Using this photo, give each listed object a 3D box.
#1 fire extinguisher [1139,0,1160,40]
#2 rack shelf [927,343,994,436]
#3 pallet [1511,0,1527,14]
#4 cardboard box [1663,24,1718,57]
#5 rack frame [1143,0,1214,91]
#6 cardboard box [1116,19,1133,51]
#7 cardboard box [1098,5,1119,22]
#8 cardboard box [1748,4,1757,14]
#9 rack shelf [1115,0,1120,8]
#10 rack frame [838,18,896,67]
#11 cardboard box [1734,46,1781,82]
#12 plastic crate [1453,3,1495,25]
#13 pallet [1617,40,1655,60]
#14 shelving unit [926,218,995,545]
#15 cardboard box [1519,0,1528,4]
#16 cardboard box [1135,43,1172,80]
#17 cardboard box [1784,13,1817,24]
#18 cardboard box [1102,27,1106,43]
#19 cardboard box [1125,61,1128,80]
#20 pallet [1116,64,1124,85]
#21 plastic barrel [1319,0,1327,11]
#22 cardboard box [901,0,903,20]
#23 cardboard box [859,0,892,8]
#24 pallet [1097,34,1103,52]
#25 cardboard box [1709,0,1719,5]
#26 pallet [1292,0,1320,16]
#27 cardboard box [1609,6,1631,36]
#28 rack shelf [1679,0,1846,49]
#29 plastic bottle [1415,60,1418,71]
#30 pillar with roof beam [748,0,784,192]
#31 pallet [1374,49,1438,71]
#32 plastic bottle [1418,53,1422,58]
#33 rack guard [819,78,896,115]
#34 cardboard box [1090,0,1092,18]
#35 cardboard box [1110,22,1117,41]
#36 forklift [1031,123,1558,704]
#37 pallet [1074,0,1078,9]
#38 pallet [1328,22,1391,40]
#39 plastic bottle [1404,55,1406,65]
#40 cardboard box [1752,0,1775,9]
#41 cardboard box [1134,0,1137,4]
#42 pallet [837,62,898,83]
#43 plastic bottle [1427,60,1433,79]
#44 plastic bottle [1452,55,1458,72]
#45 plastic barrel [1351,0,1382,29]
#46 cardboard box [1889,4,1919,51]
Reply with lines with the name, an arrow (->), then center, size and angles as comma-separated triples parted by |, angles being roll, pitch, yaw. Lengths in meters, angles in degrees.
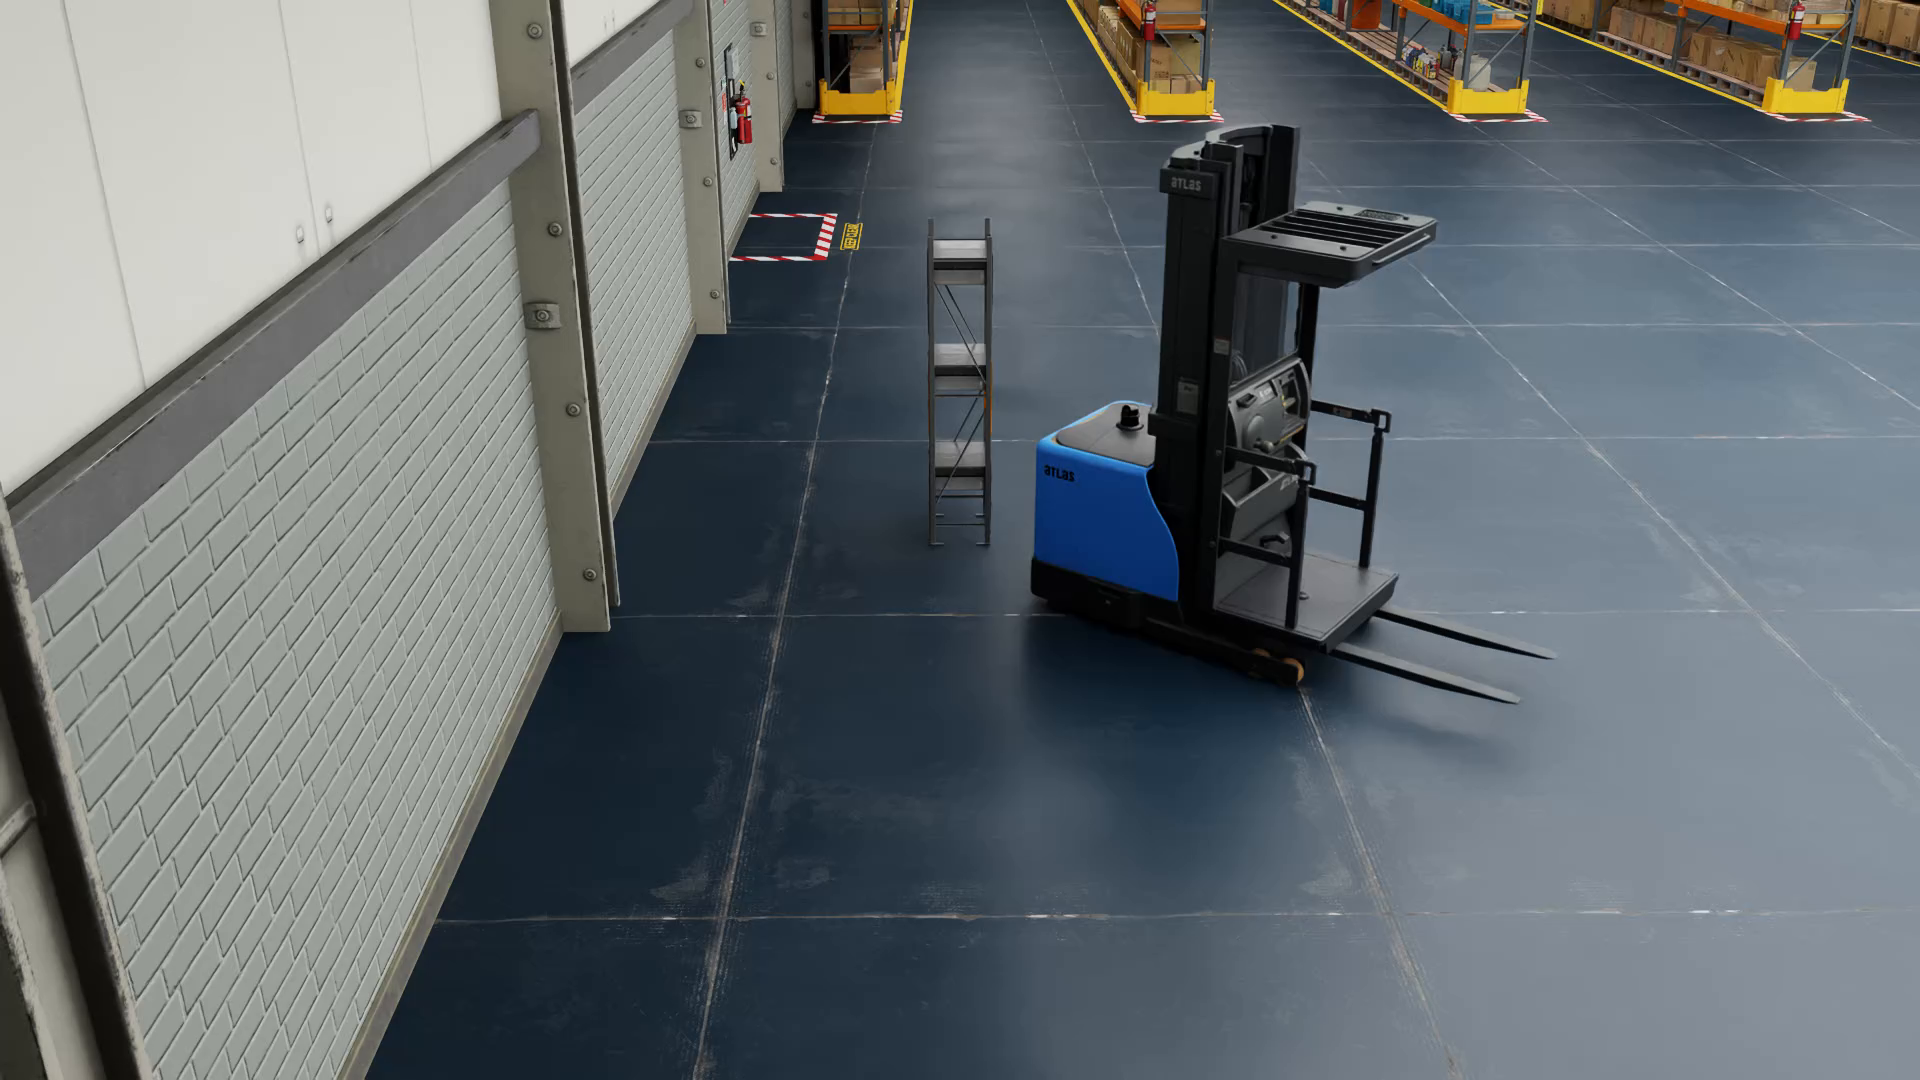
fire extinguisher -> 2.892, -7.966, 25.317 | 0.296, 0.674, 0.183 | 0, 24, -1
rack shelf -> -0.002, -1.012, 10.974 | 0.431, 0.518, 0.480 | 0, 24, -1
pallet -> 13.200, -12.083, 37.709 | 1.003, 0.211, 1.213 | 0, 24, -1
cardboard box -> 13.232, -9.058, 30.136 | 0.700, 0.500, 0.500 | -2, 24, -5
rack frame -> 3.355, -8.052, 25.413 | 1.000, 3.000, 0.127 | 0, 24, -1
cardboard box -> 3.003, -8.788, 28.957 | 0.500, 0.500, 0.500 | 0, 24, -1
cardboard box -> 2.980, -10.325, 32.586 | 0.500, 0.311, 0.500 | 1, 24, 1
cardboard box -> 13.021, -8.612, 26.956 | 0.380, 0.149, 0.250 | 0, 24, -1
rack shelf -> 3.289, -10.196, 31.028 | 1.077, 0.370, 4.000 | 0, 24, -1
rack frame -> -1.642, -9.676, 29.005 | 1.000, 3.000, 0.127 | 0, 24, -1
cardboard box -> 13.242, -7.909, 27.620 | 0.500, 0.500, 0.500 | 2, 24, 4
plastic crate -> 8.003, -8.210, 25.942 | 0.499, 0.251, 0.616 | 0, 24, -1
pallet -> 13.191, -9.297, 31.551 | 1.003, 0.211, 1.213 | 0, 24, -1
shelving unit -> -0.002, -1.025, 10.968 | 0.431, 2.100, 0.503 | 0, 24, -1
cardboard box -> 13.202, -12.535, 37.394 | 0.875, 0.875, 0.875 | 0, 24, -1
cardboard box -> 3.051, -7.552, 26.224 | 0.500, 0.500, 0.500 | 0, 24, -1
cardboard box -> 13.051, -8.097, 25.817 | 0.380, 0.149, 0.250 | 0, 24, -1
cardboard box -> 2.998, -9.648, 31.770 | 0.500, 0.250, 0.500 | -1, 24, -2
cardboard box -> 3.025, -7.828, 27.745 | 0.500, 0.250, 0.500 | 0, 24, -1
pallet -> 3.278, -8.102, 28.907 | 1.003, 0.211, 1.213 | 0, 24, -1
plastic barrel -> 8.166, -12.028, 36.242 | 0.600, 0.901, 0.708 | 0, 24, -1
cardboard box -> -1.566, -11.201, 34.475 | 0.750, 0.750, 0.750 | 0, 24, -1
cardboard box -> -1.303, -8.509, 25.670 | 0.500, 0.500, 0.500 | 0, 24, 0
pallet -> 3.238, -9.738, 32.526 | 1.003, 0.211, 1.213 | 0, 24, -1
cardboard box -> 12.912, -9.127, 28.094 | 0.380, 0.149, 0.250 | 0, 24, -1
pallet -> 8.130, -12.050, 37.636 | 1.003, 0.211, 1.213 | 0, 24, -1
cardboard box -> 13.201, -10.177, 32.611 | 0.700, 0.500, 0.500 | -2, 24, -3
rack shelf -> 13.239, -8.591, 27.478 | 1.077, 0.370, 4.000 | 0, 24, -1
plastic bottle -> 7.840, -8.117, 28.419 | 0.097, 0.201, 0.097 | 0, 24, 0
pillar with roof beam -> 1.899, -8.593, 19.329 | 9.100, 9.000, 0.400 | 0, 24, -1
pallet -> 8.217, -8.774, 30.393 | 1.003, 0.211, 1.213 | 0, 24, -1
plastic bottle -> 7.899, -8.205, 28.530 | 0.097, 0.271, 0.097 | 0, 24, 0
rack guard -> -1.599, -6.920, 25.945 | 1.175, 0.500, 0.348 | 0, 24, -1
cardboard box -> 3.005, -11.224, 34.925 | 0.500, 0.500, 0.500 | -1, 24, -3
cardboard box -> 3.008, -9.274, 30.262 | 0.500, 0.311, 0.500 | 0, 24, 1
forklift -> 1.929, -0.749, 9.349 | 3.031, 2.935, 1.130 | 17, 29, 33
pallet -> 3.201, -12.513, 38.661 | 1.003, 0.211, 1.213 | 0, 24, -1
pallet -> 8.170, -10.423, 34.040 | 1.003, 0.211, 1.213 | 0, 24, -1
plastic bottle -> 7.832, -8.429, 29.109 | 0.097, 0.201, 0.097 | 0, 24, 0
cardboard box -> 13.157, -8.708, 26.382 | 0.875, 0.500, 0.500 | 0, 24, -1
cardboard box -> 3.335, -9.345, 28.152 | 0.700, 0.500, 0.500 | -1, 24, -1
pallet -> -1.599, -8.129, 28.968 | 1.003, 0.211, 1.213 | 0, 24, -1
plastic bottle -> 7.830, -7.838, 27.703 | 0.061, 0.283, 0.133 | 0, 24, 1
plastic bottle -> 8.456, -8.140, 28.370 | 0.061, 0.283, 0.133 | 0, 24, -1
plastic barrel -> 8.198, -10.773, 33.554 | 0.600, 0.830, 0.708 | 0, 24, -1
cardboard box -> 18.074, -9.543, 30.930 | 1.050, 0.750, 0.750 | 0, 24, -1
